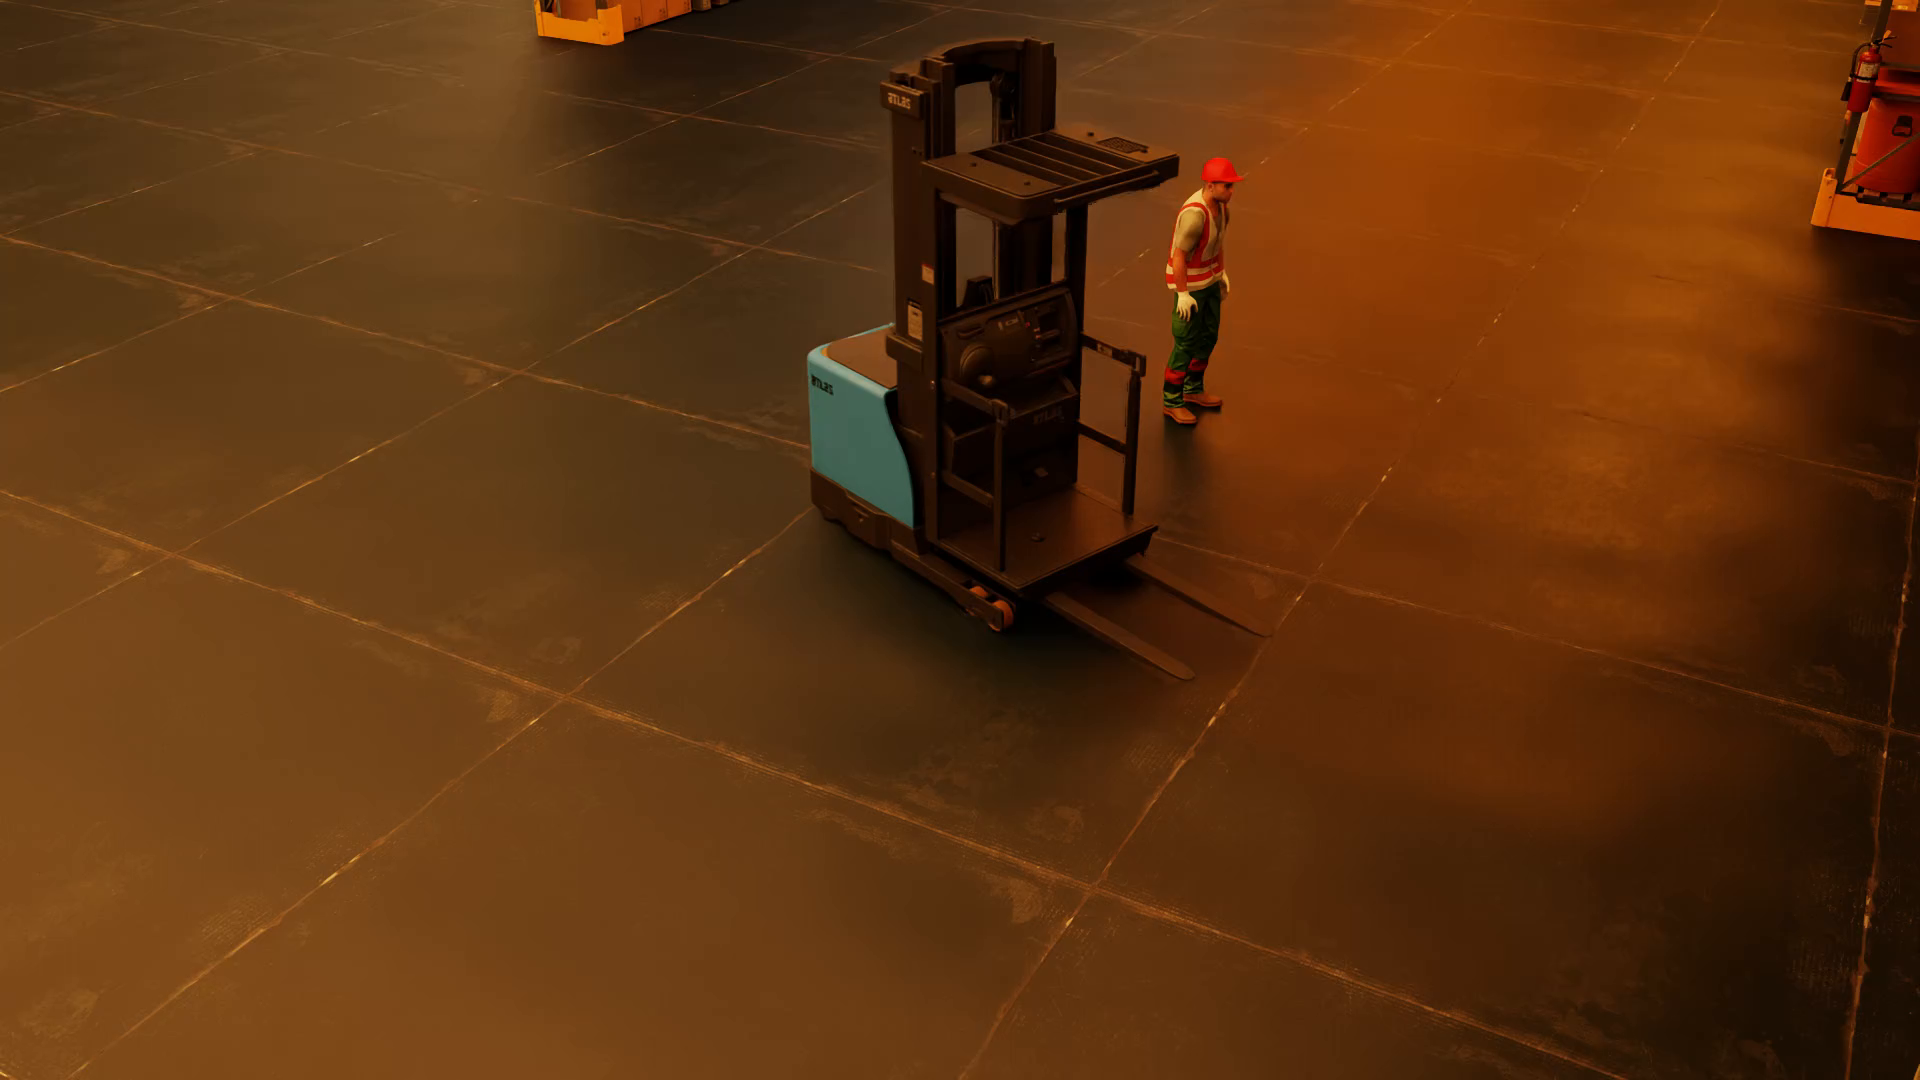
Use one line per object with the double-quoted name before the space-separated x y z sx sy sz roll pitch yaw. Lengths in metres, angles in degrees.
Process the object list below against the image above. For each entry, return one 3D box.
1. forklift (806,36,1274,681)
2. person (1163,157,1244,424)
"forklift" 0.415 -1.056 8.900 1.130 2.935 3.031 -23 37 -34
"person" 1.619 -1.695 11.162 0.445 1.780 0.621 20 36 31
